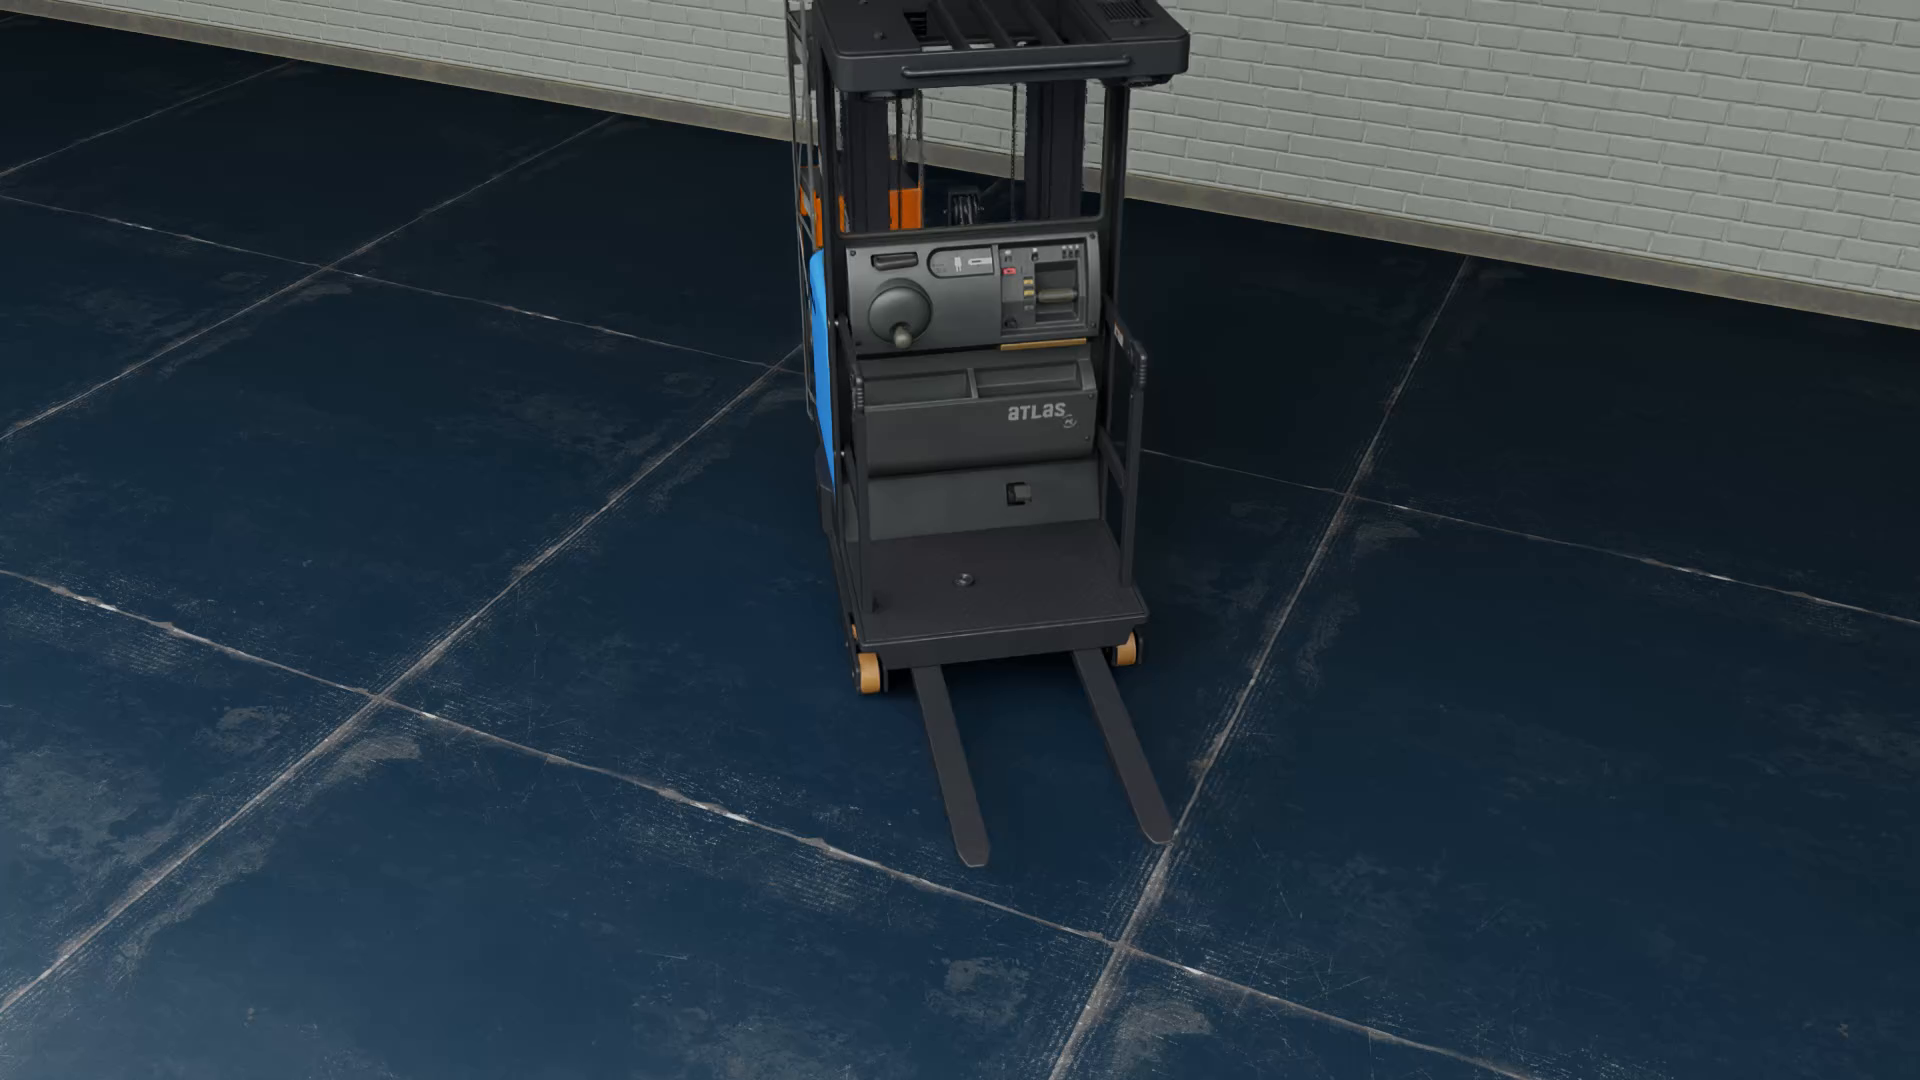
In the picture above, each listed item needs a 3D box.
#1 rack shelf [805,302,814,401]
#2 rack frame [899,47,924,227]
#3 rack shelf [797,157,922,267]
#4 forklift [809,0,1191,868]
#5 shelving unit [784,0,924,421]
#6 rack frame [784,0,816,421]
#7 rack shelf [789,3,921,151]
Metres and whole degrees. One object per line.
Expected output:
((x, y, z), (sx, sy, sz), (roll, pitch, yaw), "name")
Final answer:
((-0.457, -0.843, 7.921), (0.480, 0.518, 0.431), (-9, 34, -13), "rack shelf")
((-0.222, -1.477, 7.587), (0.015, 2.100, 0.400), (-9, 34, -13), "rack frame")
((-0.457, -1.429, 7.538), (0.480, 0.518, 0.431), (-9, 34, -13), "rack shelf")
((0.093, -0.852, 5.877), (1.130, 2.935, 3.031), (-6, 34, -8), "forklift")
((-0.457, -1.440, 7.531), (0.503, 2.100, 0.431), (-9, 34, -13), "shelving unit")
((-0.692, -1.404, 7.475), (0.015, 2.100, 0.400), (-9, 34, -13), "rack frame")
((-0.456, -2.014, 7.155), (0.480, 0.518, 0.431), (-9, 34, -13), "rack shelf")
